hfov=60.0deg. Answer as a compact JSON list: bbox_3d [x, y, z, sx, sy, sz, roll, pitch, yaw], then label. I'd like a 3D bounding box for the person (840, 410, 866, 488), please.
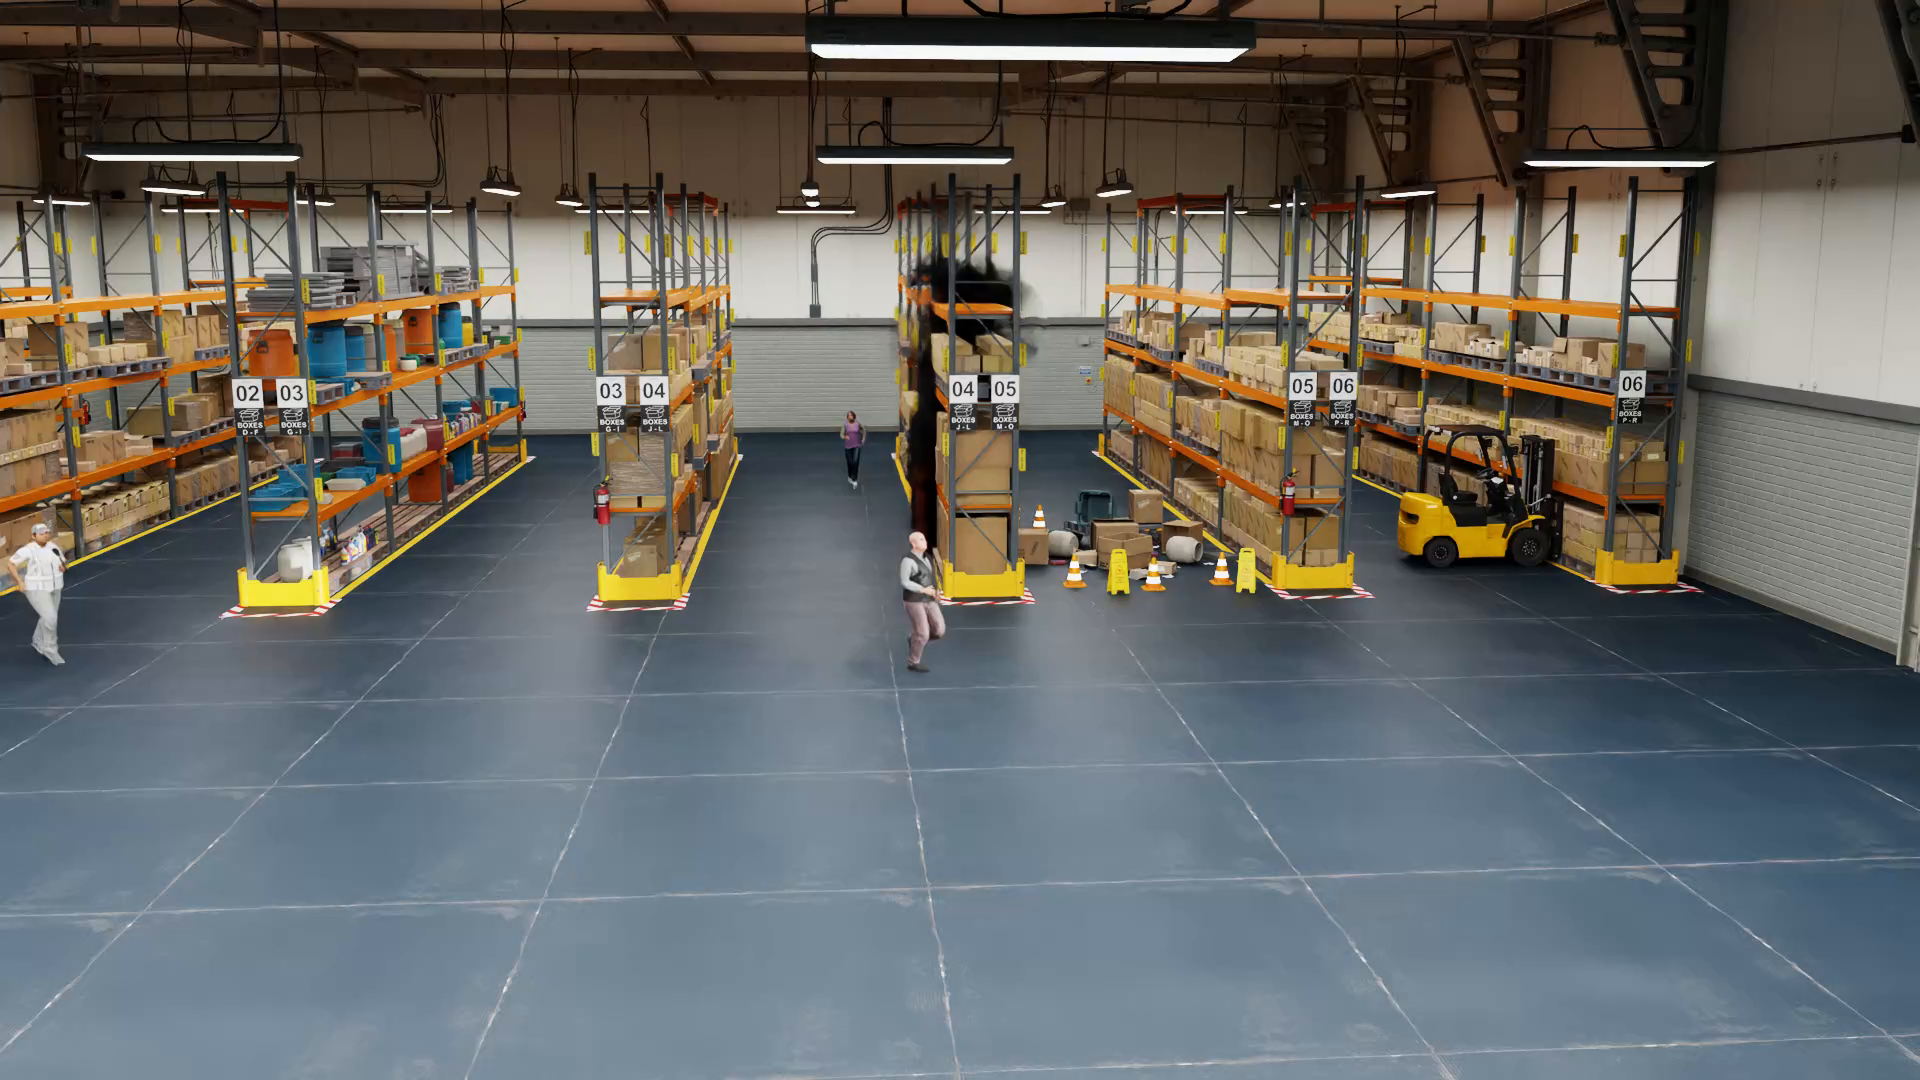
[{"bbox_3d":[-2.259,-1.926,35.095,0.541,1.620,0.733,0,10,0],"label":"person"}]

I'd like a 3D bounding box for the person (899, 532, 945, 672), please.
[{"bbox_3d":[-0.443,0.735,19.735,0.573,1.678,0.655,7,12,33],"label":"person"}]

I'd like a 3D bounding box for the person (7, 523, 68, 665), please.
[{"bbox_3d":[-11.157,0.647,20.260,0.736,1.726,0.581,4,11,22],"label":"person"}]
